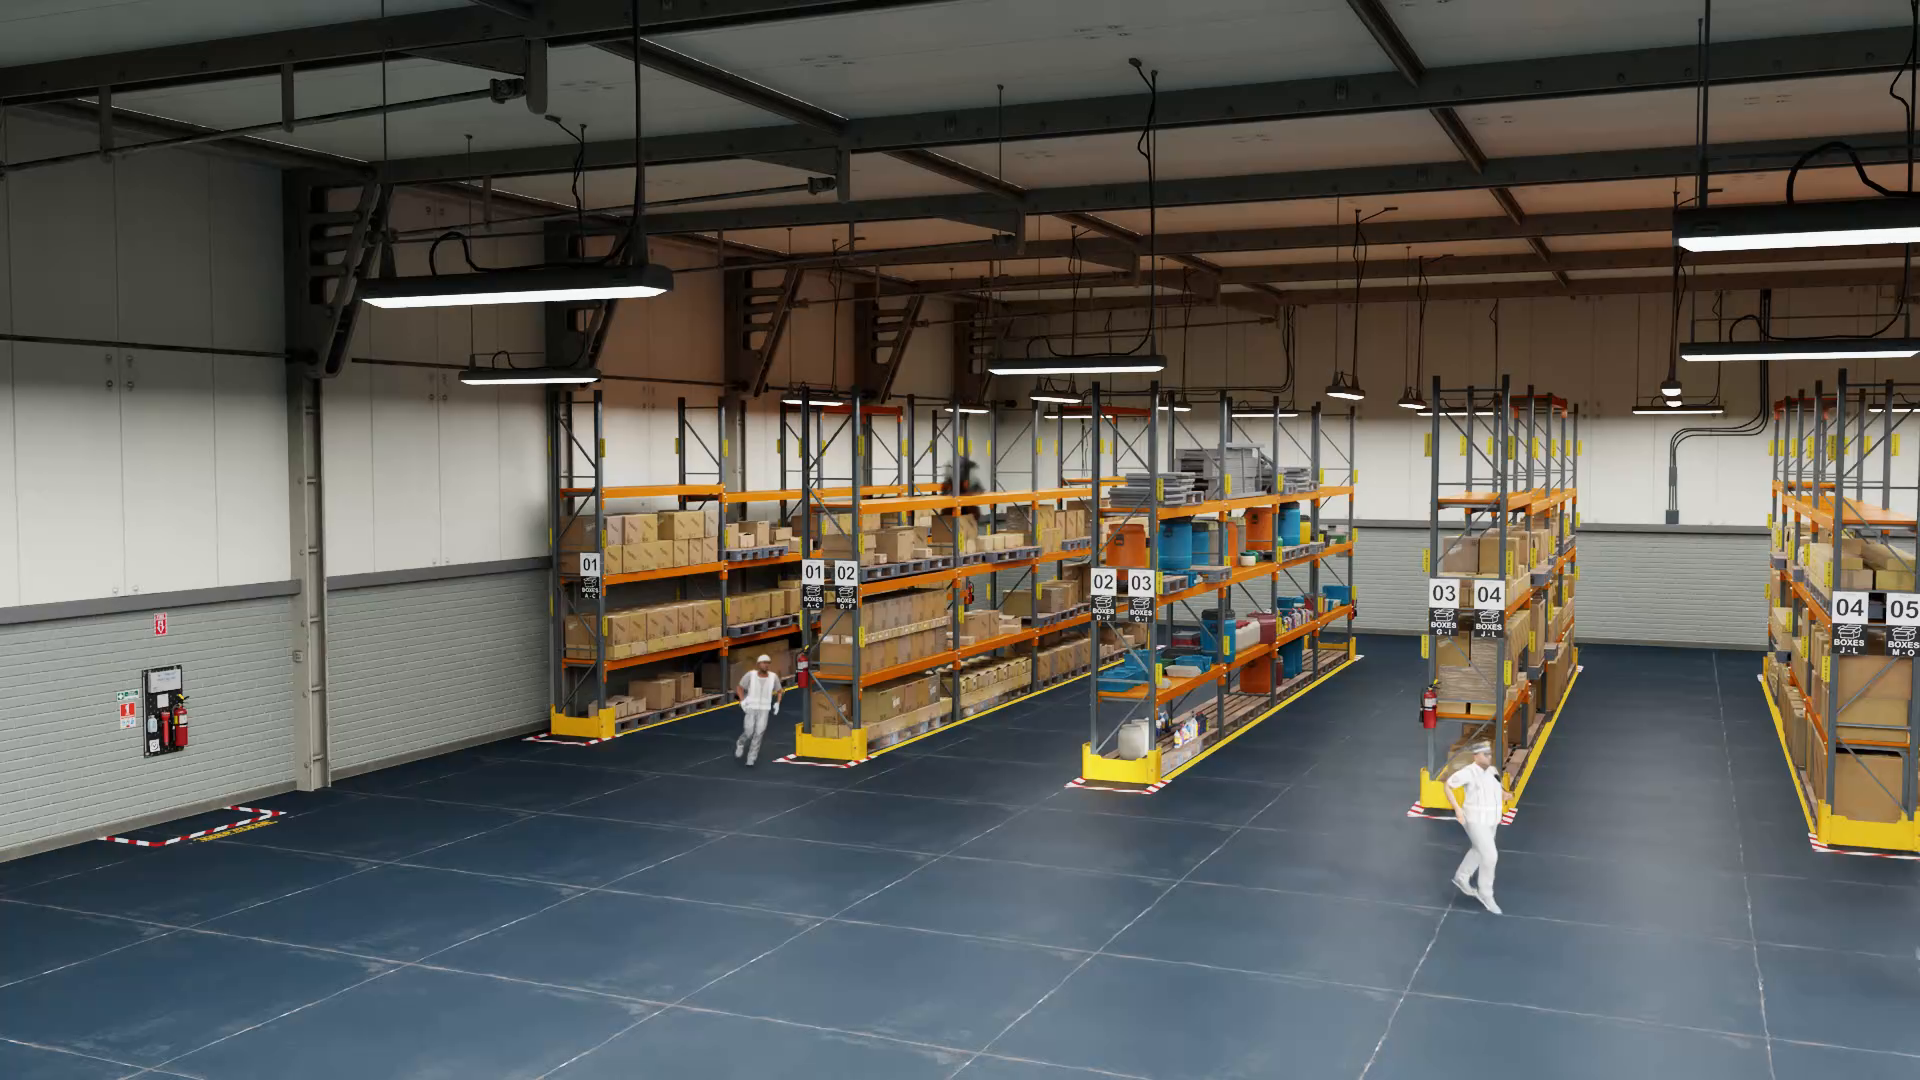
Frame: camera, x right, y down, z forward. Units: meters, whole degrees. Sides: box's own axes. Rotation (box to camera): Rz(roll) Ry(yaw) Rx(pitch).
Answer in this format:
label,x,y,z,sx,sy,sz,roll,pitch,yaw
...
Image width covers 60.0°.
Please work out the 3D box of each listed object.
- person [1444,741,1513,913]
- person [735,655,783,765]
label,x,y,z,sx,sy,sz,roll,pitch,yaw
person,5.710,3.112,18.231,0.637,1.849,0.782,-2,4,-37
person,-3.180,2.677,26.422,0.736,1.729,0.649,-1,3,-18
